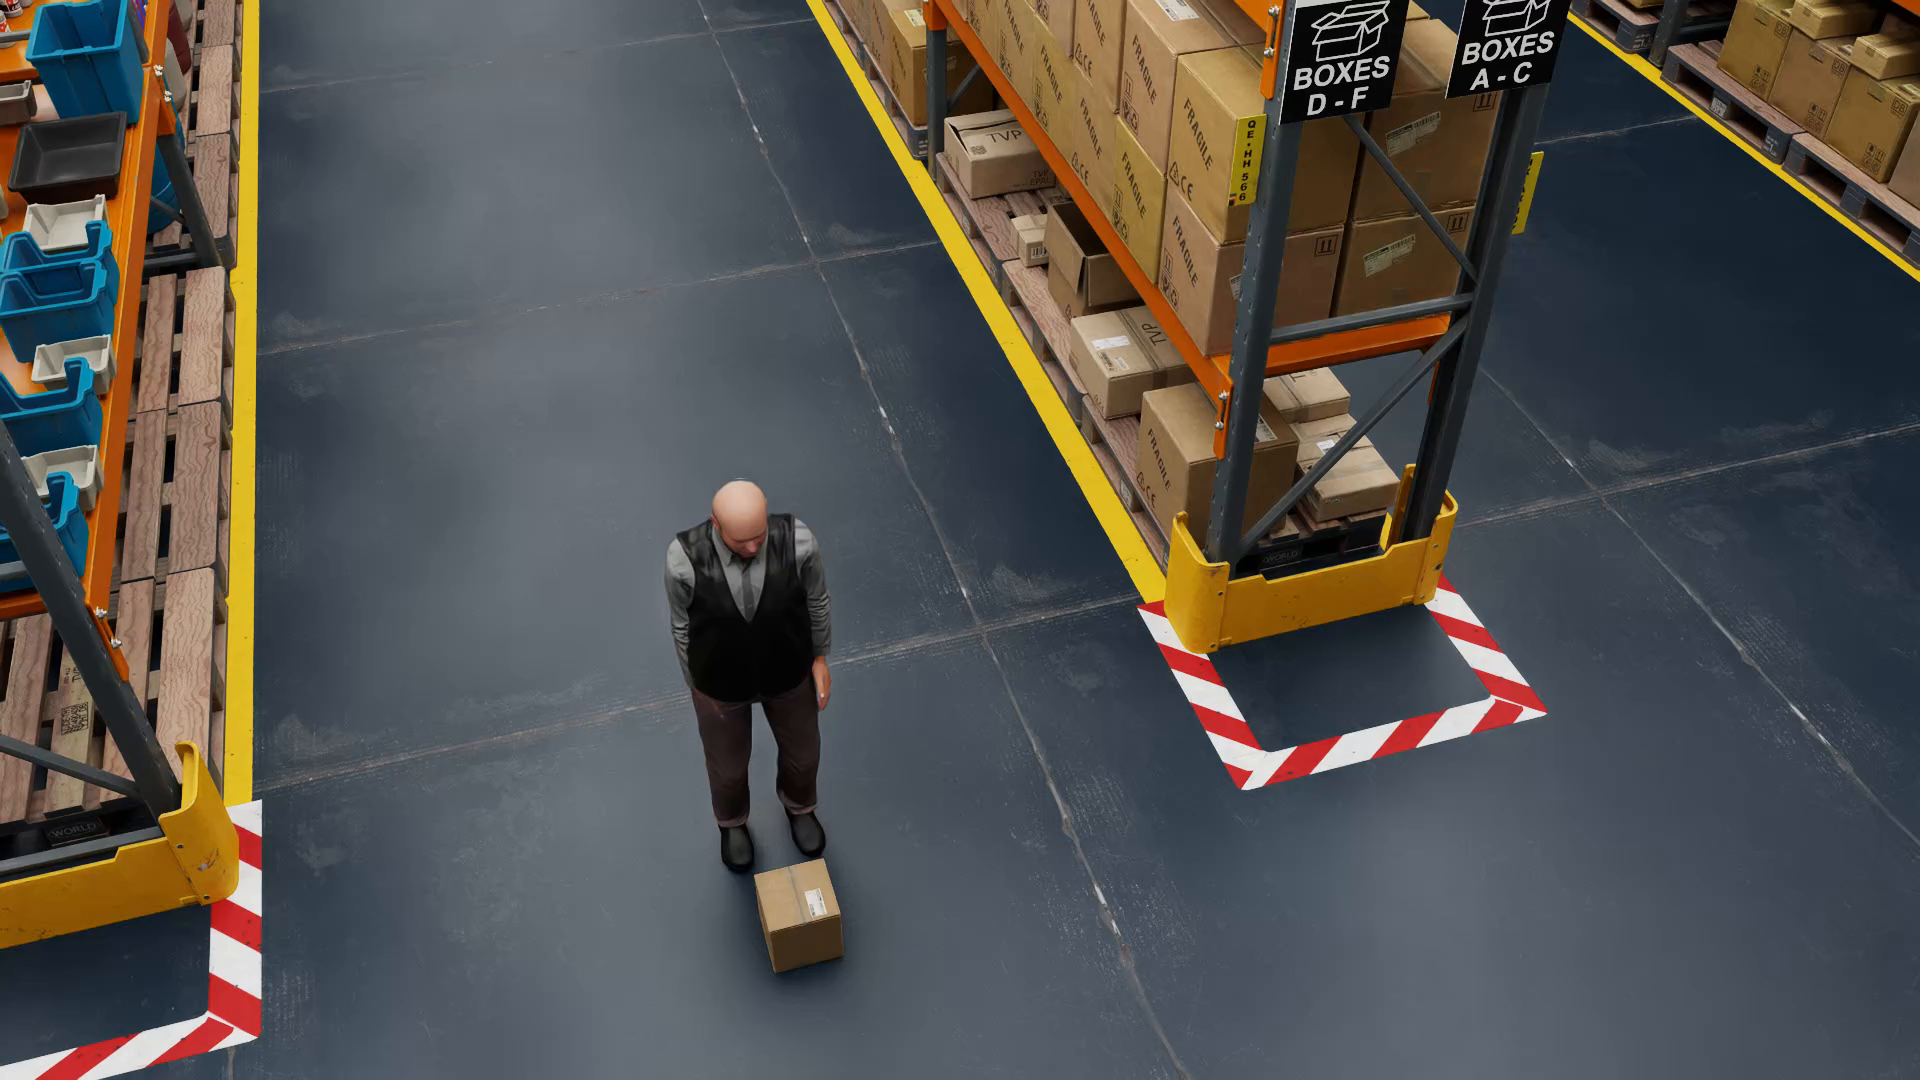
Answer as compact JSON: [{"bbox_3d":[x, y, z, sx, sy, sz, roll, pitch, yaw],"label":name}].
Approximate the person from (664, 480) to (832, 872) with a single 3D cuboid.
[{"bbox_3d":[-0.689,0.454,5.691,0.538,1.713,0.361,-11,43,-12],"label":"person"}]
